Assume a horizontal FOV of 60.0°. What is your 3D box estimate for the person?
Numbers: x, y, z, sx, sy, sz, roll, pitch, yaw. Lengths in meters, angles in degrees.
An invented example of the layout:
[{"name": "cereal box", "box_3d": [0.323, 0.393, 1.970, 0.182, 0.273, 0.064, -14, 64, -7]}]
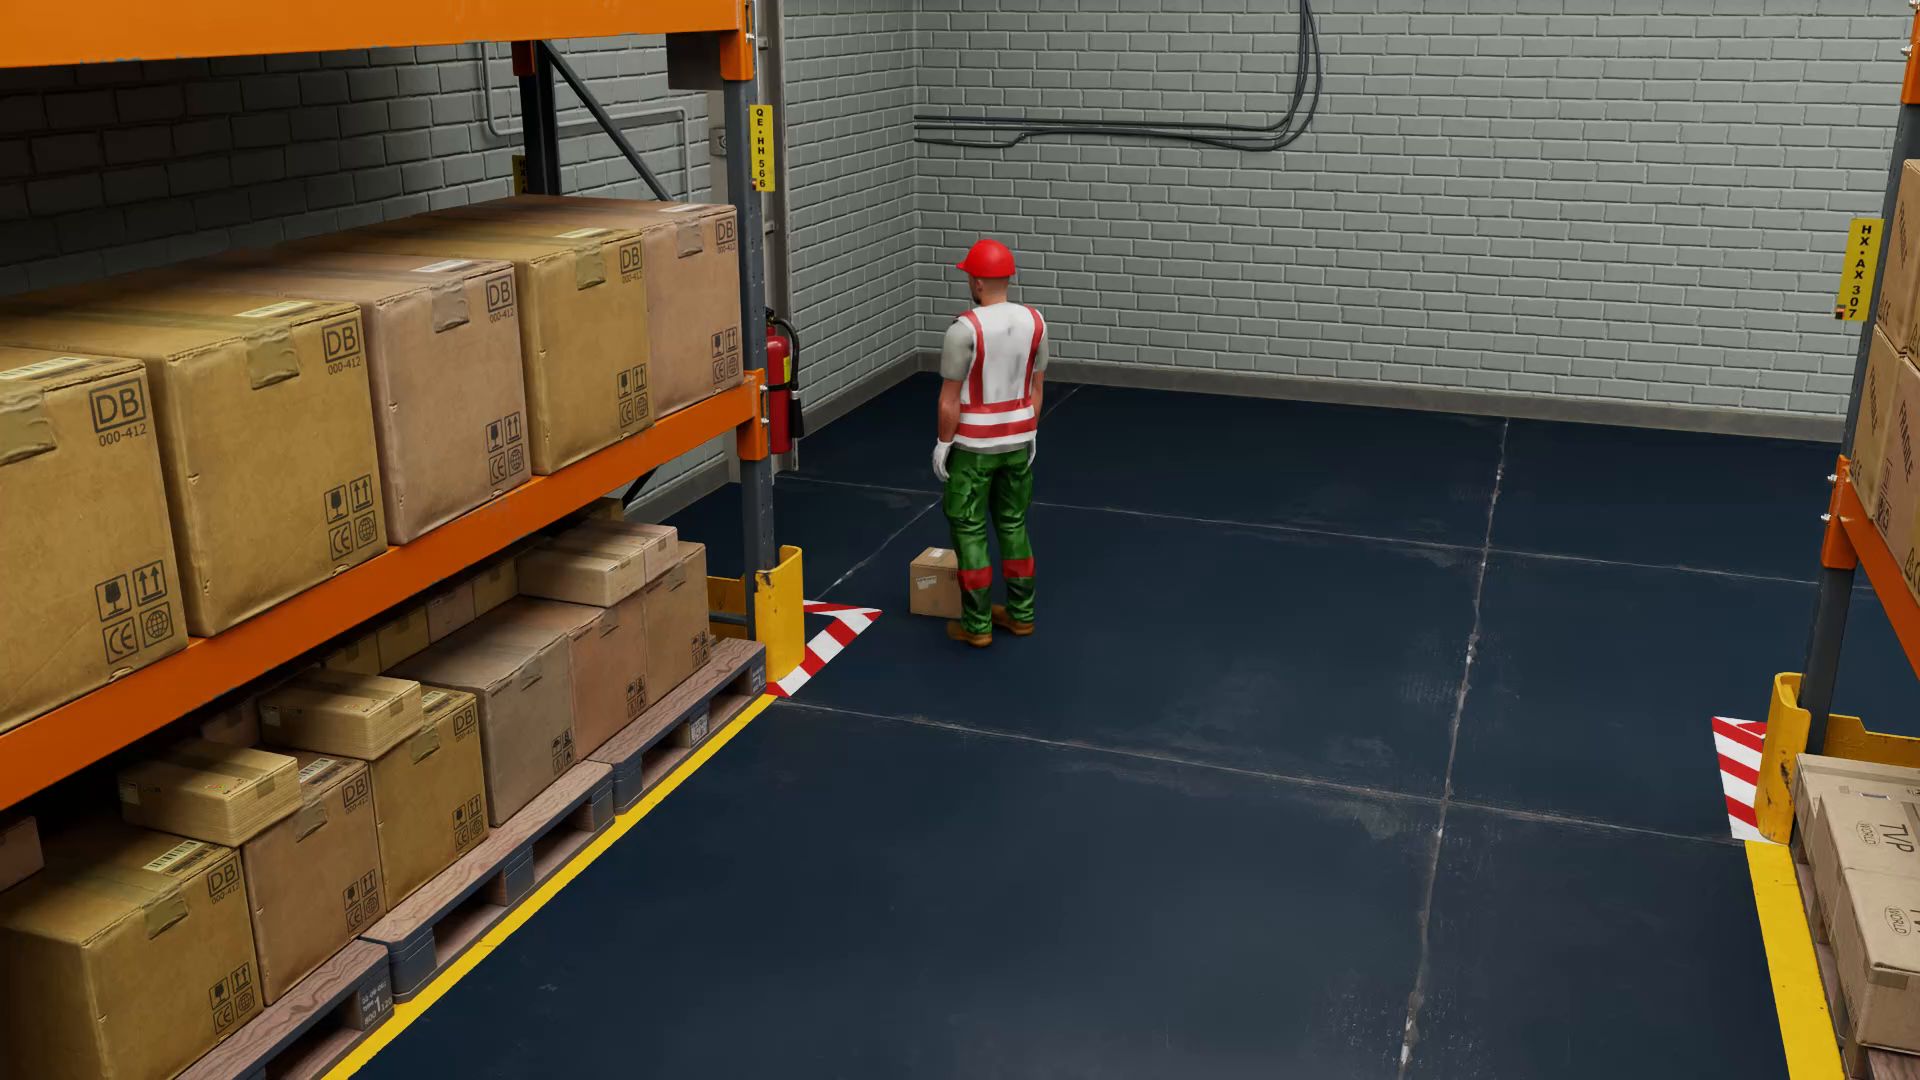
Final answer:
[{"name": "person", "box_3d": [0.124, -0.415, 7.290, 0.526, 1.794, 0.344, -11, 21, -30]}]
